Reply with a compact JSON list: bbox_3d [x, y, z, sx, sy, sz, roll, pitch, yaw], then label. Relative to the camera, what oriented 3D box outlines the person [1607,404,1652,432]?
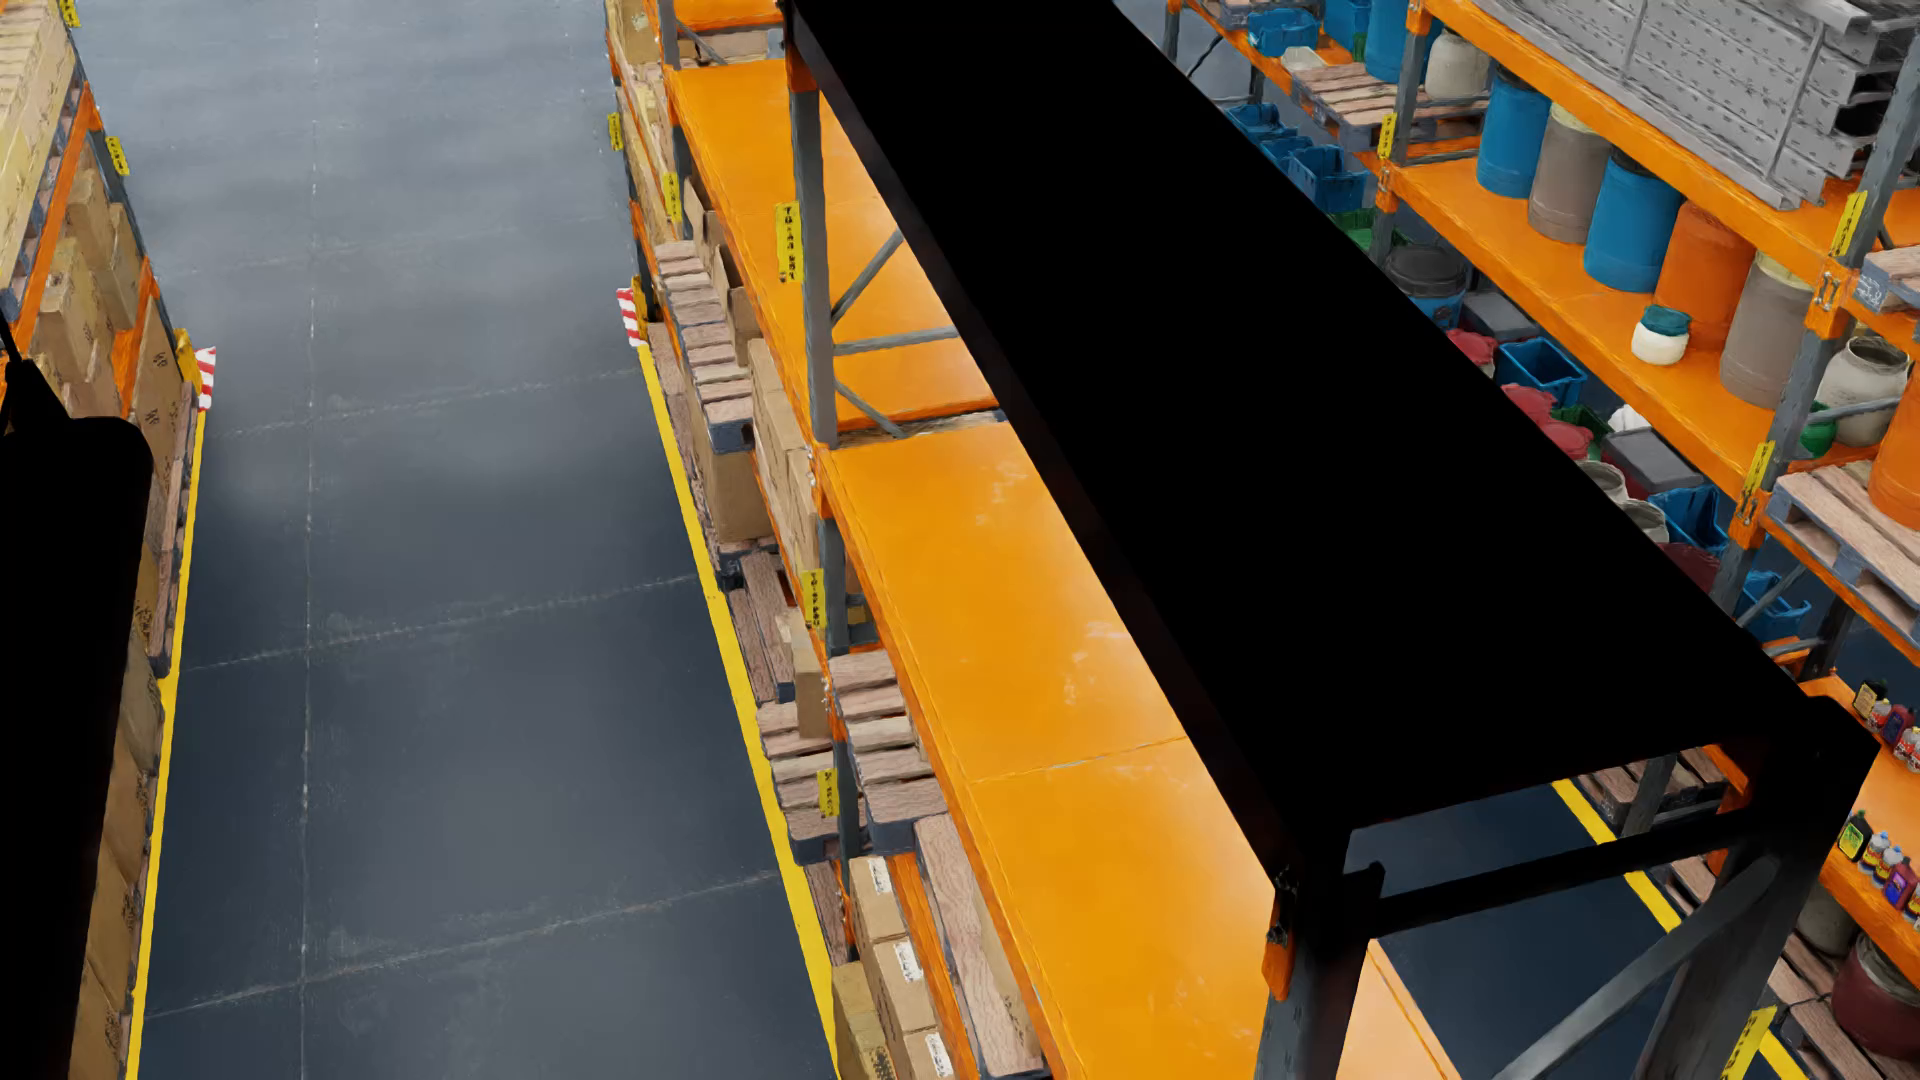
[{"bbox_3d":[4.879,-0.449,12.028,0.616,1.712,0.970,2,38,3],"label":"person"}]
